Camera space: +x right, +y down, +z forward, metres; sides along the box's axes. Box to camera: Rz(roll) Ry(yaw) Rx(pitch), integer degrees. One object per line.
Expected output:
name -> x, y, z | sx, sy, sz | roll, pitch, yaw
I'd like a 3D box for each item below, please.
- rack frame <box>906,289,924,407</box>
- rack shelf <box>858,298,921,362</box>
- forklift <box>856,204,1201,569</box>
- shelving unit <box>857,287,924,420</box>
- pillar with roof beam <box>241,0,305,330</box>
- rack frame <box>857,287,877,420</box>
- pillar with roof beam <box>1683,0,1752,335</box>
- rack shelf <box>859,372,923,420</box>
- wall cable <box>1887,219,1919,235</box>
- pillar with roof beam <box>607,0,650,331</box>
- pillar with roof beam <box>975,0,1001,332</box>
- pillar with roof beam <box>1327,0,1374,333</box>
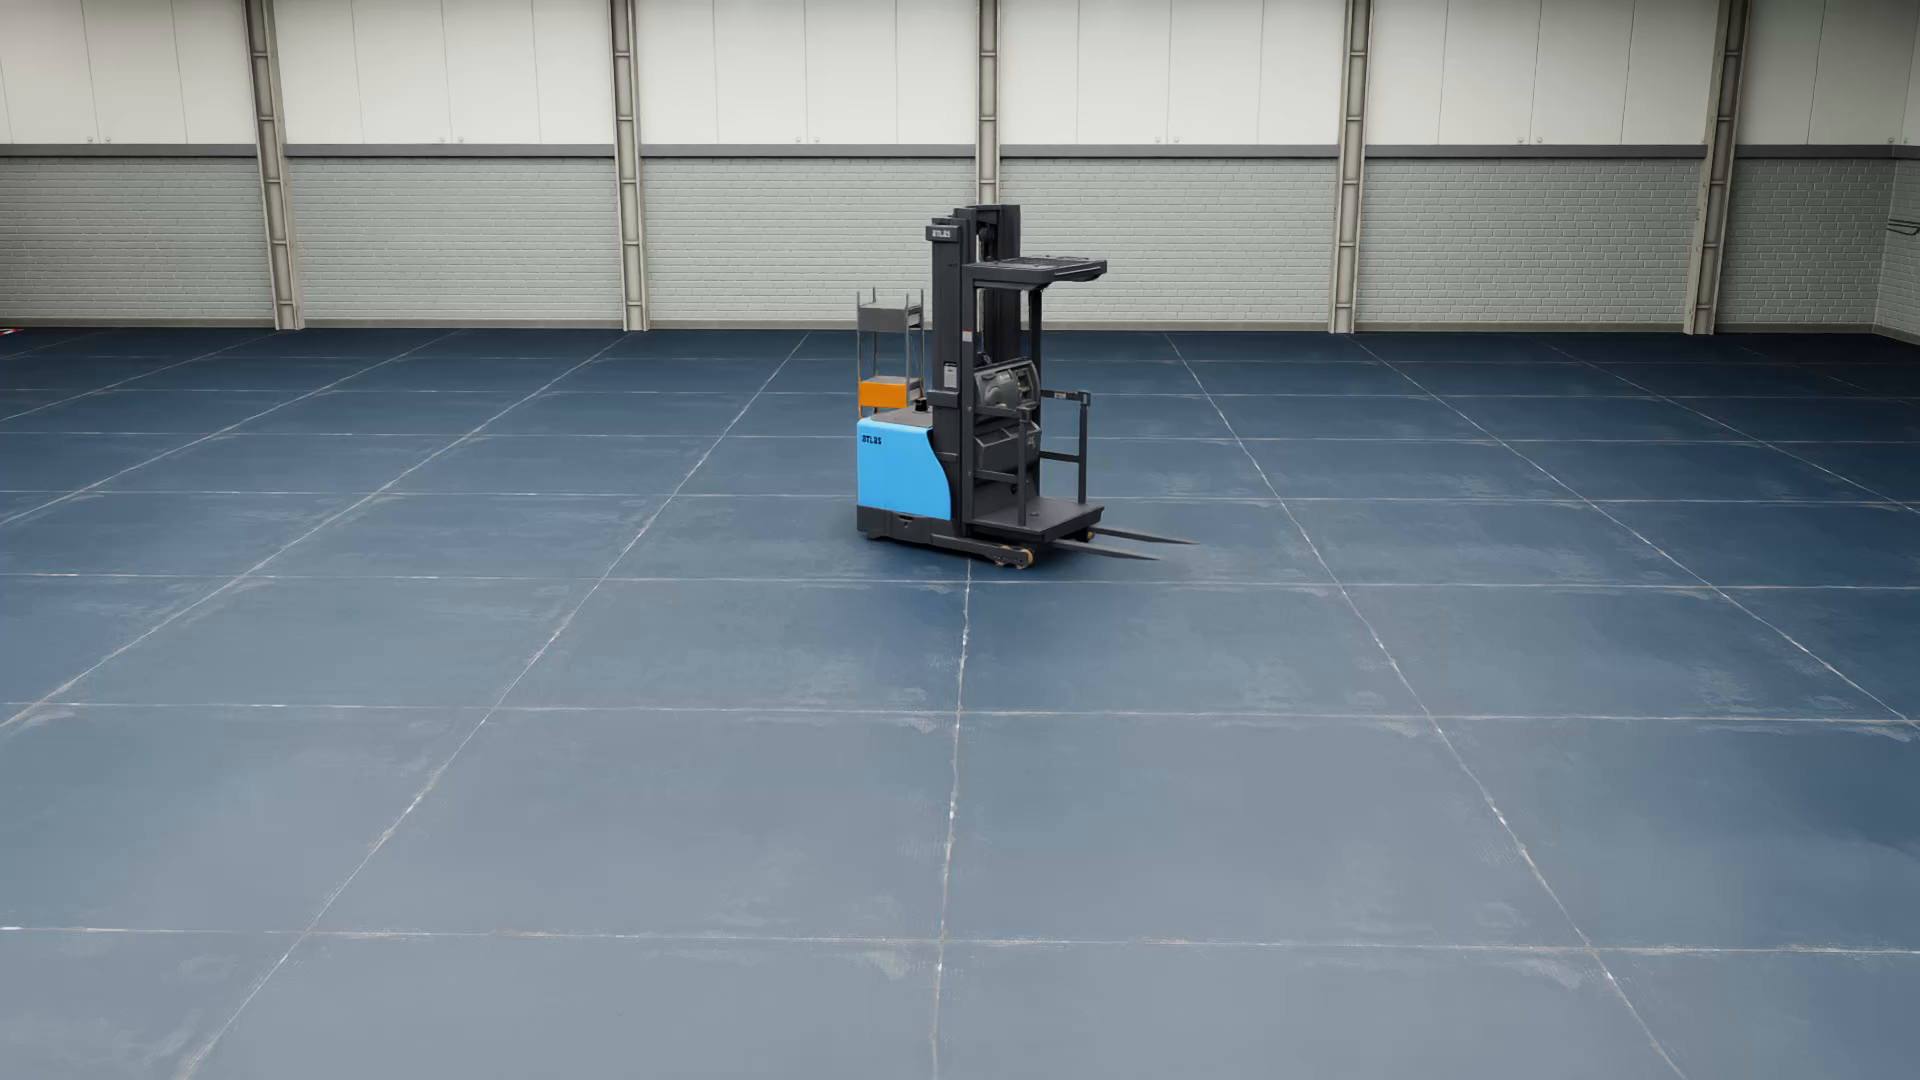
rack frame -> -0.415, -1.271, 15.541 | 0.015, 2.100, 0.400 | 6, 16, 20
rack shelf -> -0.643, -1.957, 15.449 | 0.480, 0.518, 0.431 | 6, 16, 20
forklift -> 0.576, -1.328, 14.128 | 3.031, 2.935, 1.130 | 10, 18, 33
shelving unit -> -0.643, -1.293, 15.624 | 0.503, 2.100, 0.431 | 6, 16, 20
pillar with roof beam -> -11.646, -6.900, 23.351 | 0.400, 9.000, 9.100 | 0, 15, 1
rack frame -> -0.871, -1.315, 15.708 | 0.015, 2.100, 0.400 | 6, 16, 20
pillar with roof beam -> 12.346, -6.743, 22.759 | 0.400, 9.000, 9.100 | 0, 15, 1
rack shelf -> -0.643, -1.280, 15.628 | 0.480, 0.518, 0.431 | 6, 16, 20
wall cable -> 15.368, -5.983, 25.965 | 0.112, 2.526, 3.097 | 0, 15, 1
pillar with roof beam -> -5.648, -6.860, 23.203 | 0.400, 9.000, 9.100 | 0, 15, 1
pillar with roof beam -> 0.350, -6.821, 23.055 | 0.400, 9.000, 9.100 | 0, 15, 1
pillar with roof beam -> 6.348, -6.782, 22.907 | 0.400, 9.000, 9.100 | 0, 15, 1
